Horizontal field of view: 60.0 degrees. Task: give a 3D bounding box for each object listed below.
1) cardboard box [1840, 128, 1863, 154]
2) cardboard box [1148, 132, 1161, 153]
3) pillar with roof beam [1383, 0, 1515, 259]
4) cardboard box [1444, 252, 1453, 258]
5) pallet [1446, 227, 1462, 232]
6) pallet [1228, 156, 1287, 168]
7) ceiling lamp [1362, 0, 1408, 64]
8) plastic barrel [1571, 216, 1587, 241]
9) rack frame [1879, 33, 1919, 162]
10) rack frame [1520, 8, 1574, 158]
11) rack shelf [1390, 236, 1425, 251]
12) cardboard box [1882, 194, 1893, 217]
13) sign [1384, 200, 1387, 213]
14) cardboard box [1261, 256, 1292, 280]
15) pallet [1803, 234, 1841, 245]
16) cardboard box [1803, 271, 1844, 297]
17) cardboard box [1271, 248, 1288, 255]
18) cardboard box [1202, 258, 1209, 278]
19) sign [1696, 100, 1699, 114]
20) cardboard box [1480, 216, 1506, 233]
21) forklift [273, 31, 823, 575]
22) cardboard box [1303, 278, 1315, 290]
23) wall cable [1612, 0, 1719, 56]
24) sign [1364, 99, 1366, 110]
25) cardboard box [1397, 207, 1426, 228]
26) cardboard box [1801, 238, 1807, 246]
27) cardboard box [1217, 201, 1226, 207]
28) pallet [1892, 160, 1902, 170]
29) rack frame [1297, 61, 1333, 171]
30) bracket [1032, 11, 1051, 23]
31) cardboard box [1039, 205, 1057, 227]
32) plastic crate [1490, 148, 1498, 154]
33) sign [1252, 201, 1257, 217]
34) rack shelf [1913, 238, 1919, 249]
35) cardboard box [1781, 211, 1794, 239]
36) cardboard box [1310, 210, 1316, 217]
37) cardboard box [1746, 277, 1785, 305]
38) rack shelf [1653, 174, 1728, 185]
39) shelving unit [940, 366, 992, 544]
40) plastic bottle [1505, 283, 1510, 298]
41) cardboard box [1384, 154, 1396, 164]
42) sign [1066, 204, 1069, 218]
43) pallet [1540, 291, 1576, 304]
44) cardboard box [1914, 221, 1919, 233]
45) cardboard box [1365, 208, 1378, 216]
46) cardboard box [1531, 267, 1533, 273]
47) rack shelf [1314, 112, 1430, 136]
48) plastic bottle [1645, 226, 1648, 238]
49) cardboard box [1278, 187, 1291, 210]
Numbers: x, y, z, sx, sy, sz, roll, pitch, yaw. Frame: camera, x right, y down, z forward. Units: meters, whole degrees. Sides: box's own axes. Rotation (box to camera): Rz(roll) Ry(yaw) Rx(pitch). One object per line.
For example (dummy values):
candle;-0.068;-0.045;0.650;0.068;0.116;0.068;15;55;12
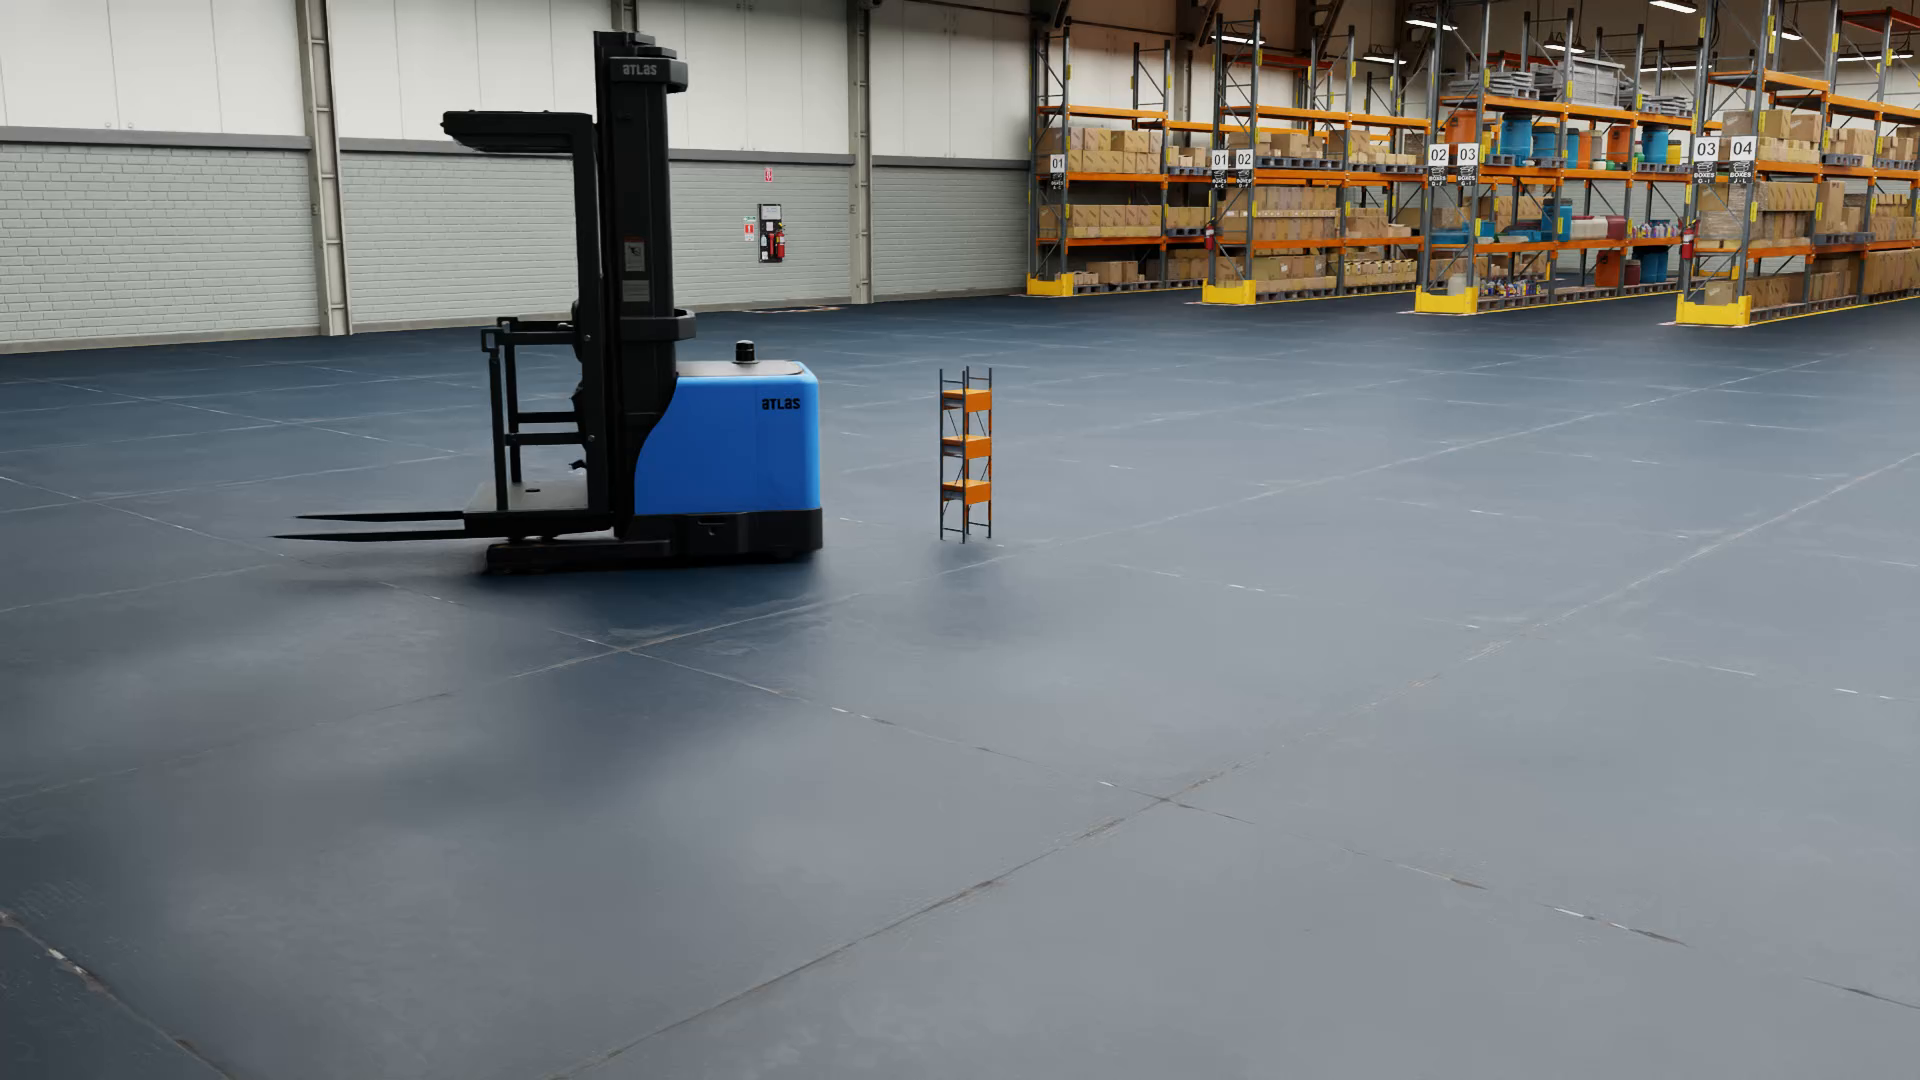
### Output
cardboard box;17.701;-7.972;33.276;0.500;0.500;0.500;10;15;41
cardboard box;4.567;-9.701;40.606;0.500;0.500;0.500;8;14;36
pillar with roof beam;16.982;-12.450;49.568;9.100;9.000;0.548;10;15;40
cardboard box;12.536;-7.498;43.437;0.500;0.250;0.500;10;15;40
pallet;12.338;-7.931;42.751;1.003;0.211;1.213;10;15;40
pallet;6.263;-8.090;35.623;1.003;0.211;1.213;10;15;40
ceiling lamp;11.532;-14.286;43.857;0.800;3.185;2.000;10;15;40
plastic barrel;13.416;-6.796;36.231;0.433;0.535;0.433;0;11;0
rack frame;21.137;-9.988;37.241;1.000;3.000;0.127;10;15;40
rack frame;12.136;-9.451;34.554;1.000;3.000;0.127;10;15;40
rack shelf;12.378;-7.680;42.841;1.077;0.370;4.000;10;15;40
cardboard box;19.862;-7.299;36.278;0.797;0.503;0.637;10;15;42
sign;10.644;-8.336;41.536;0.100;0.325;0.005;10;15;40
cardboard box;6.947;-5.986;36.556;0.500;0.500;0.500;10;15;40
pallet;16.470;-5.868;32.423;1.003;0.211;1.213;10;15;40
cardboard box;17.713;-5.263;34.160;0.700;0.500;0.500;8;14;36
cardboard box;8.501;-7.749;45.768;0.750;0.750;0.750;10;15;40
cardboard box;6.164;-7.118;43.450;0.700;0.500;0.500;10;15;40
sign;17.829;-10.454;40.110;0.100;0.325;0.005;10;15;40
cardboard box;14.239;-8.416;44.433;0.500;0.500;0.500;10;15;42
forklift;-2.360;-1.355;9.514;3.031;2.935;1.130;-2;11;-10
cardboard box;7.619;-5.763;37.356;0.500;0.250;0.500;10;15;40
wall cable;20.974;-15.718;49.351;3.097;2.526;0.112;10;15;40
sign;12.203;-13.106;50.063;0.100;0.325;0.005;10;15;40
cardboard box;11.389;-8.101;41.783;0.700;0.500;0.500;4;12;21
cardboard box;15.763;-5.640;31.433;0.380;0.149;0.250;10;15;40
cardboard box;6.928;-8.857;43.864;0.380;0.149;0.250;7;13;31
pallet;19.618;-8.102;35.941;1.003;0.211;1.213;11;16;43
rack frame;9.975;-11.909;46.860;1.000;3.000;0.127;10;15;40
bracket;1.859;-12.016;38.208;0.235;0.232;0.430;10;15;40
cardboard box;2.205;-7.602;39.032;0.500;0.500;0.500;10;15;40
plastic crate;10.528;-7.703;33.502;0.392;0.384;0.575;10;15;40
sign;6.190;-6.952;34.948;0.100;0.325;0.005;10;15;40
rack shelf;22.457;-6.987;39.372;1.077;0.370;4.000;10;15;40
cardboard box;14.902;-5.850;30.826;0.875;0.500;0.500;10;15;40
cardboard box;7.726;-7.300;37.190;0.380;0.149;0.250;10;15;40
cardboard box;15.190;-4.710;31.443;0.500;0.500;0.500;-7;13;-30
rack shelf;18.737;-9.098;42.284;1.077;0.370;4.000;10;15;40
shelving unit;0.035;-0.523;10.148;0.215;1.050;0.252;10;15;40
plastic bottle;11.089;-5.062;33.707;0.061;0.283;0.133;10;15;41
cardboard box;10.082;-9.106;39.794;0.500;0.250;0.500;9;15;39
sign;2.461;-7.556;38.172;0.100;0.325;0.005;10;15;40
pallet;12.625;-5.262;36.018;1.003;0.211;1.213;10;15;40
cardboard box;21.644;-7.153;37.990;0.500;0.250;0.500;9;15;39
cardboard box;11.814;-9.518;49.439;0.980;0.700;0.700;10;15;40
cardboard box;15.830;-7.582;46.624;0.380;0.166;0.250;10;15;40
rack shelf;9.738;-9.837;39.346;1.077;0.370;4.000;10;15;40
plastic bottle;16.102;-7.226;39.030;0.061;0.283;0.133;10;15;40
cardboard box;6.805;-7.474;36.405;0.700;0.500;0.500;10;15;41
